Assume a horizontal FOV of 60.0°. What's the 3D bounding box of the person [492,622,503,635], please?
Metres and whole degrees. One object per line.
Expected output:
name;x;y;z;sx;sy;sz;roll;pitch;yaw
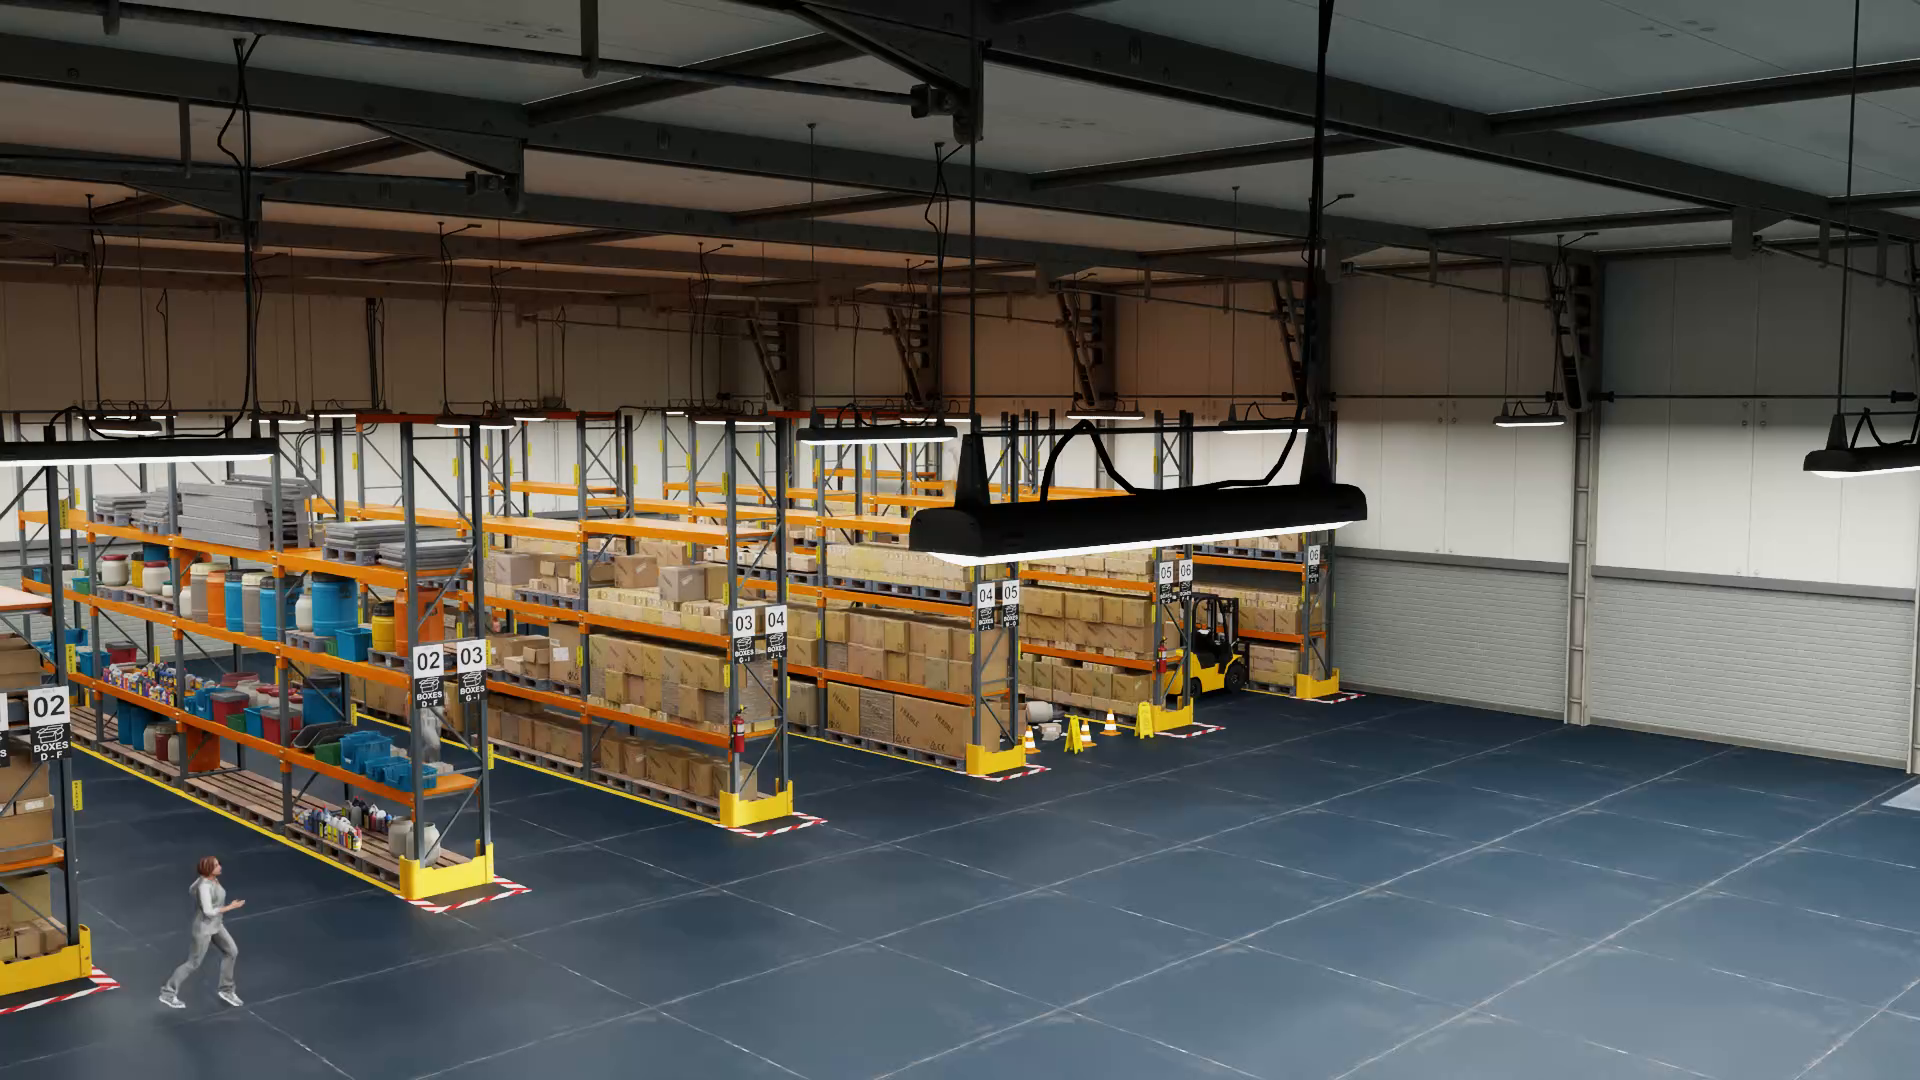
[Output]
person;-9.459;2.526;33.936;0.662;1.731;0.831;-5;7;-44

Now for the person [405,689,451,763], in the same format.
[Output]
person;-8.747;3.083;27.427;0.875;1.829;0.686;4;6;40

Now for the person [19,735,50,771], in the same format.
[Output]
person;-13.990;3.372;25.138;0.799;1.565;0.691;4;7;41

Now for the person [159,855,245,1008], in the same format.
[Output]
person;-7.795;4.047;17.132;0.844;1.631;0.548;-1;5;-10
